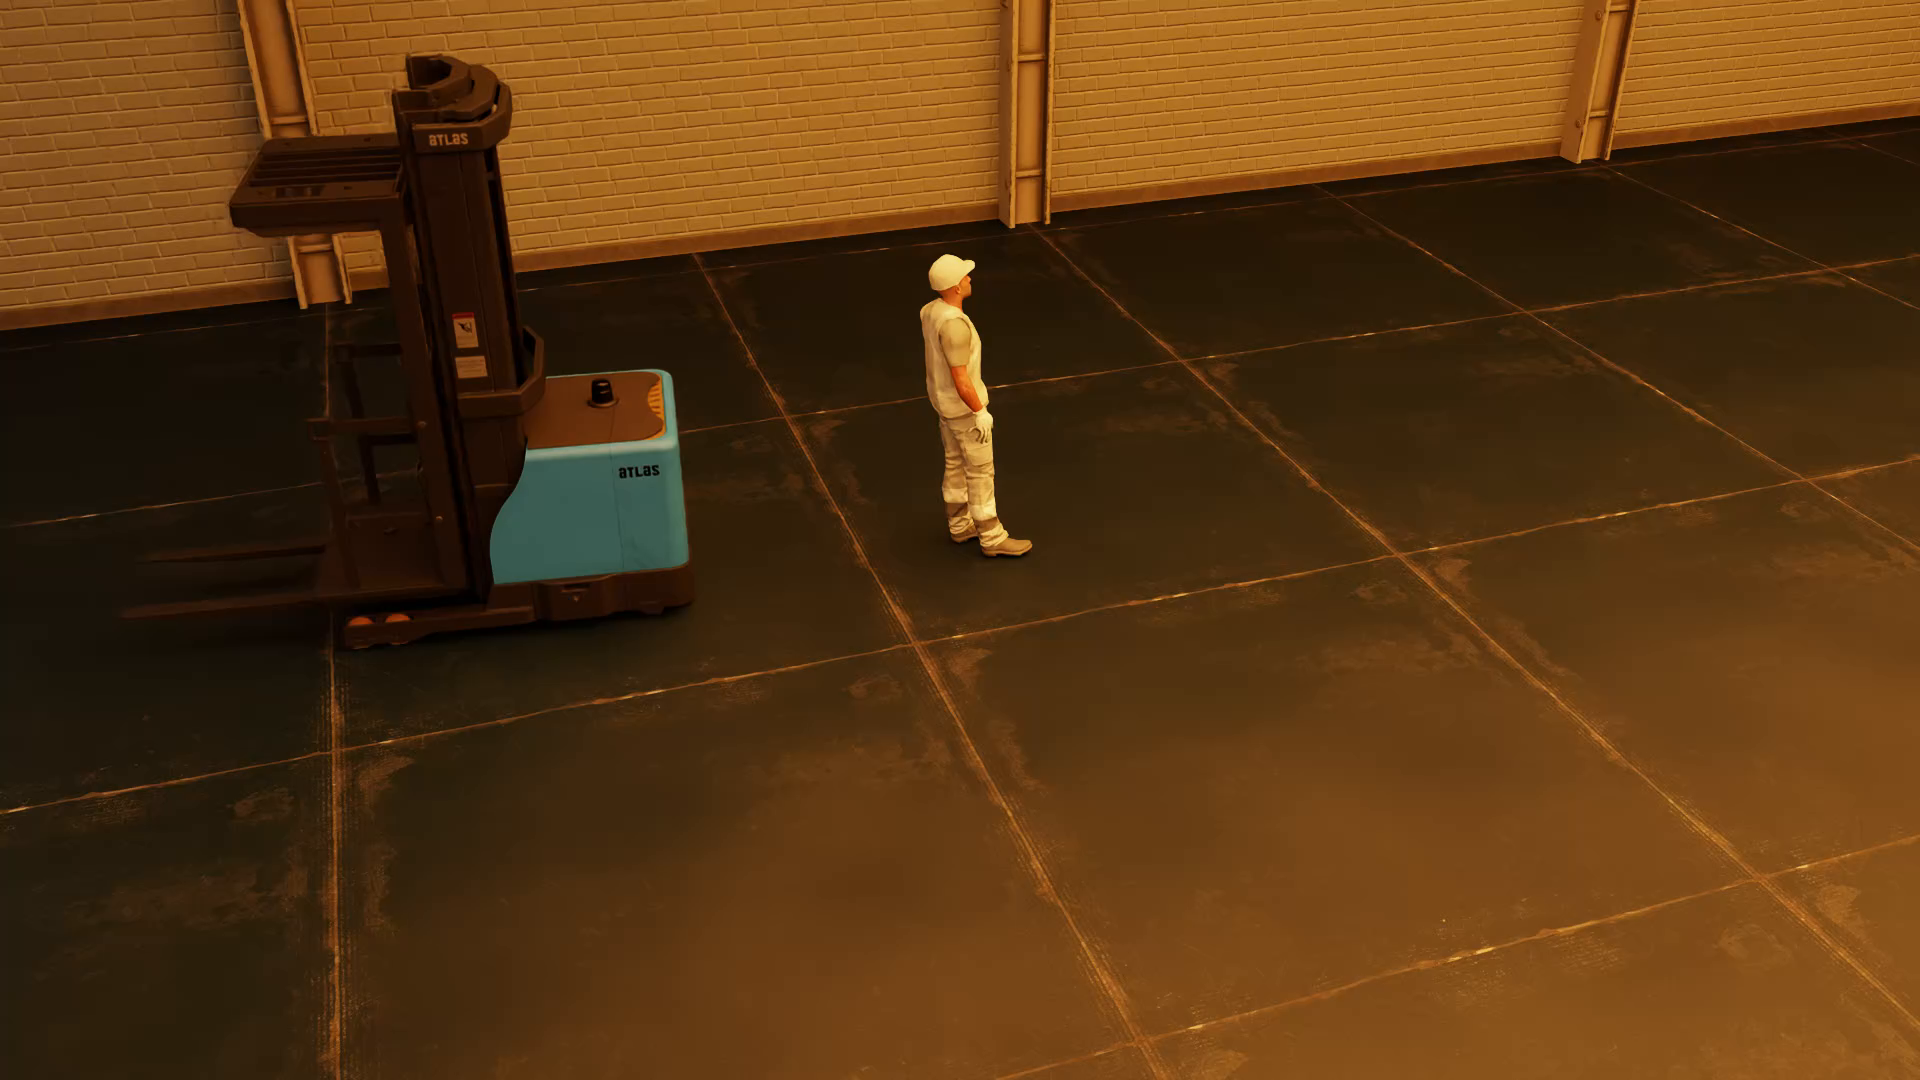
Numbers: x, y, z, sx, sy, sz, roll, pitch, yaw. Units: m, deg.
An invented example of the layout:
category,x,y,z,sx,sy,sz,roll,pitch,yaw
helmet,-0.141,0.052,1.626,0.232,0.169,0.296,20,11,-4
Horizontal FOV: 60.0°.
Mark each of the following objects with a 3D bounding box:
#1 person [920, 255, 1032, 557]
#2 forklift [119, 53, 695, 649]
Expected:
category,x,y,z,sx,sy,sz,roll,pitch,yaw
person,0.080,-0.789,9.590,0.562,1.789,0.638,-10,31,-16
forklift,-3.057,-0.968,8.770,3.031,2.935,1.130,-5,30,-9
